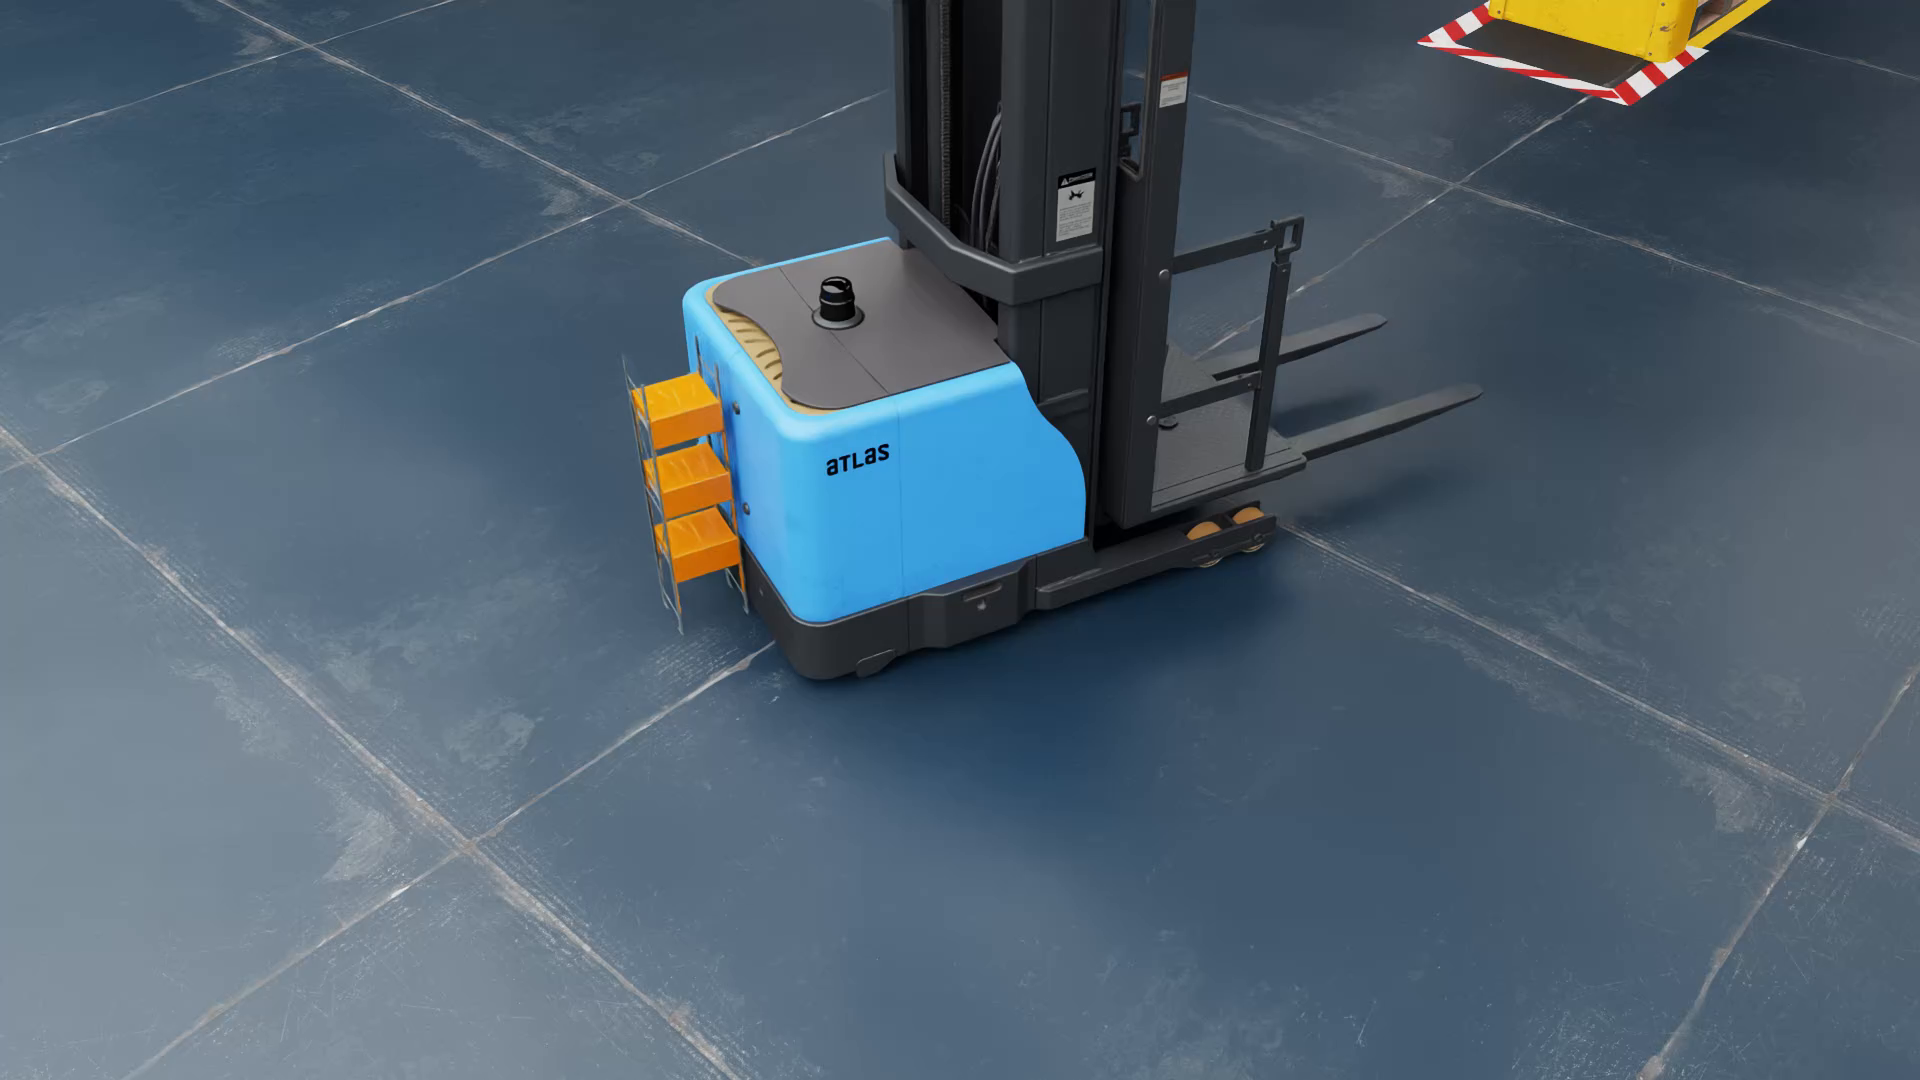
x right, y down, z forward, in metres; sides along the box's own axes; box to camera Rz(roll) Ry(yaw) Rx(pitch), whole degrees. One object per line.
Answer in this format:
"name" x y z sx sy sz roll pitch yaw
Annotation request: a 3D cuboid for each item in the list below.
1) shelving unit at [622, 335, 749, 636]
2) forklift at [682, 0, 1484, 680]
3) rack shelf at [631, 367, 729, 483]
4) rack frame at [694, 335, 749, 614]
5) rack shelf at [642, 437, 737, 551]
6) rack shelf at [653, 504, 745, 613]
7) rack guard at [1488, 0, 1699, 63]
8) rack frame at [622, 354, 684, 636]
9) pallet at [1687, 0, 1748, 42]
"shelving unit" -0.915 -0.165 5.611 0.252 1.050 0.215 -18 42 -20
"forklift" 0.598 -1.322 5.557 3.031 2.935 1.130 -18 42 -21
"rack shelf" -0.919 -0.378 5.439 0.240 0.259 0.215 -18 42 -20
"rack frame" -0.807 -0.201 5.653 0.008 1.050 0.200 -18 42 -20
"rack shelf" -0.915 -0.157 5.617 0.240 0.259 0.215 -18 42 -20
"rack shelf" -0.911 0.059 5.792 0.240 0.259 0.215 -18 42 -20
"rack guard" 3.815 -3.307 10.007 1.175 0.500 0.348 30 47 32
"rack frame" -1.024 -0.129 5.568 0.008 1.050 0.200 -18 42 -20
"pallet" 4.389 -3.552 10.548 1.003 0.211 1.213 30 47 32
